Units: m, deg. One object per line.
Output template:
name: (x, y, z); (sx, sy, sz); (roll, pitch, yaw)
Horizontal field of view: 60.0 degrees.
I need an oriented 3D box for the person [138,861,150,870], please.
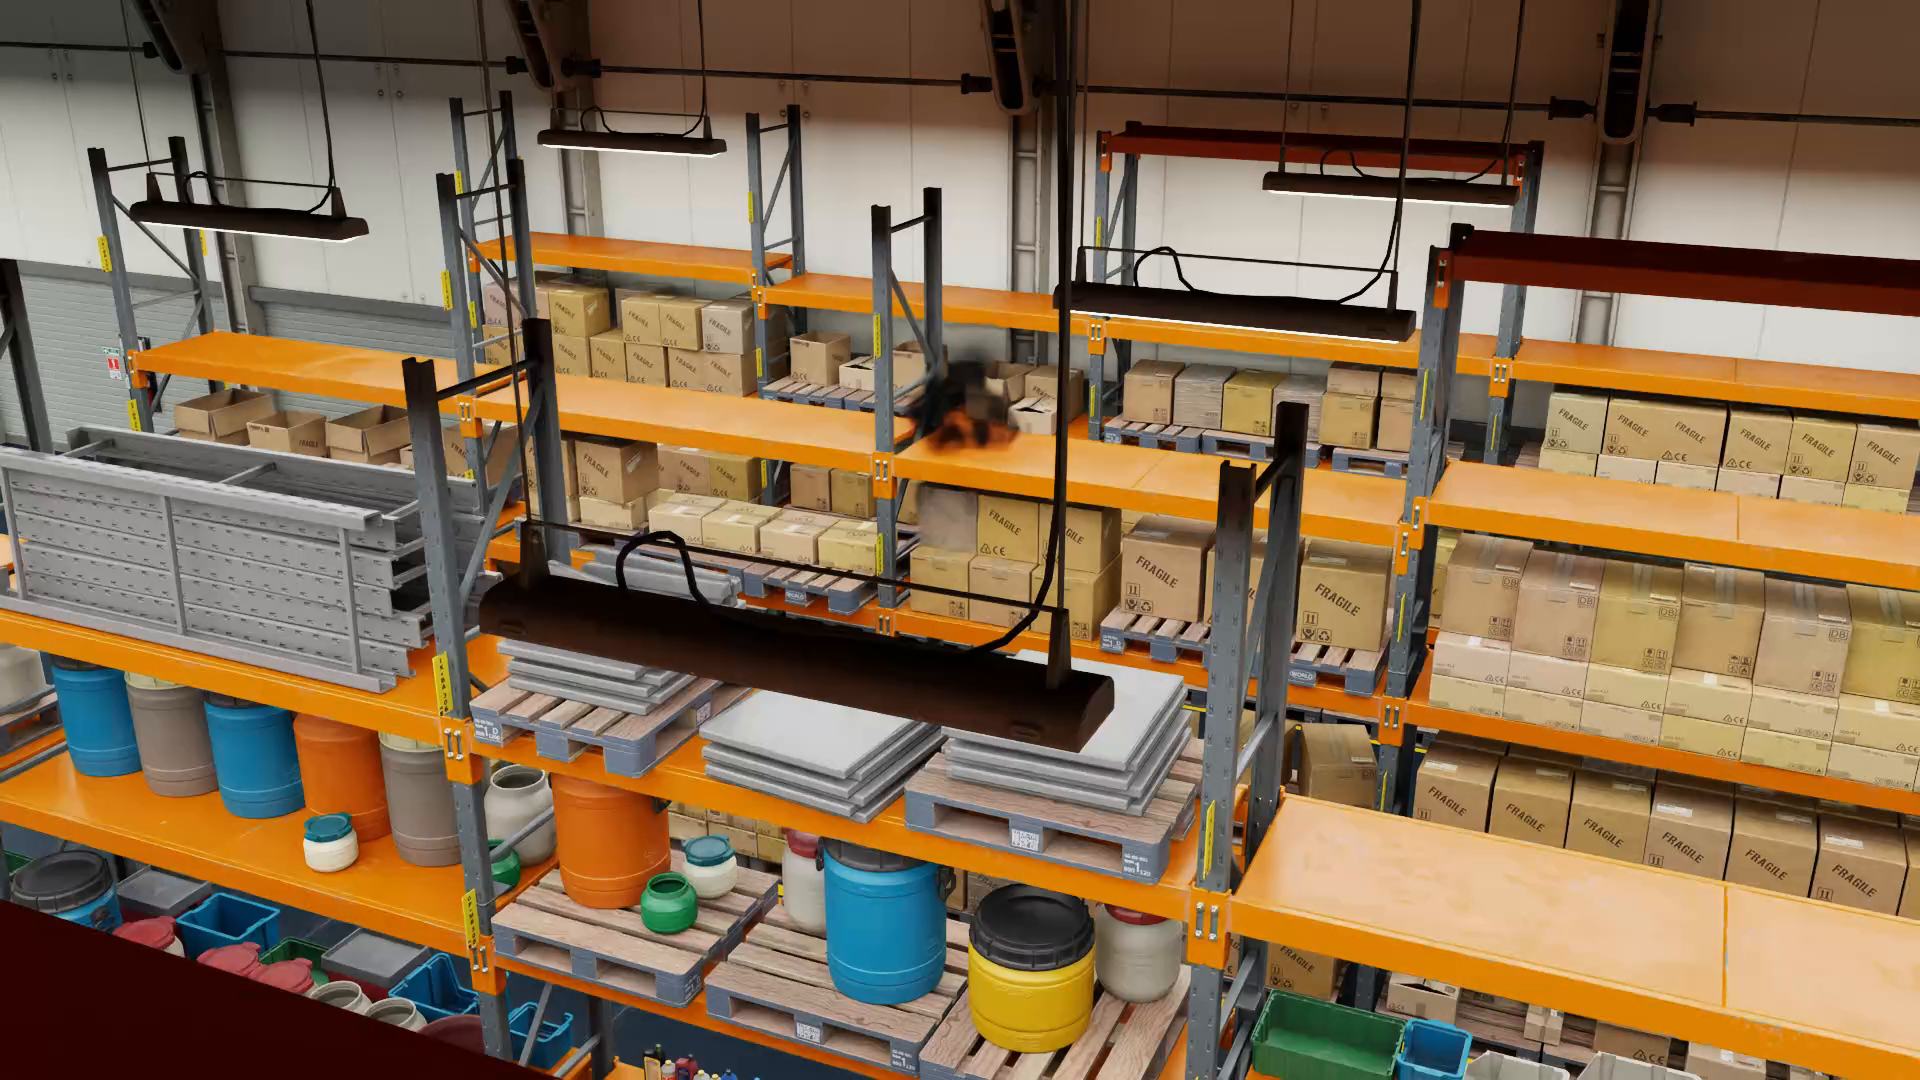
person: (-6.366, 2.582, 13.366); (0.741, 1.847, 0.677); (10, 23, 24)
